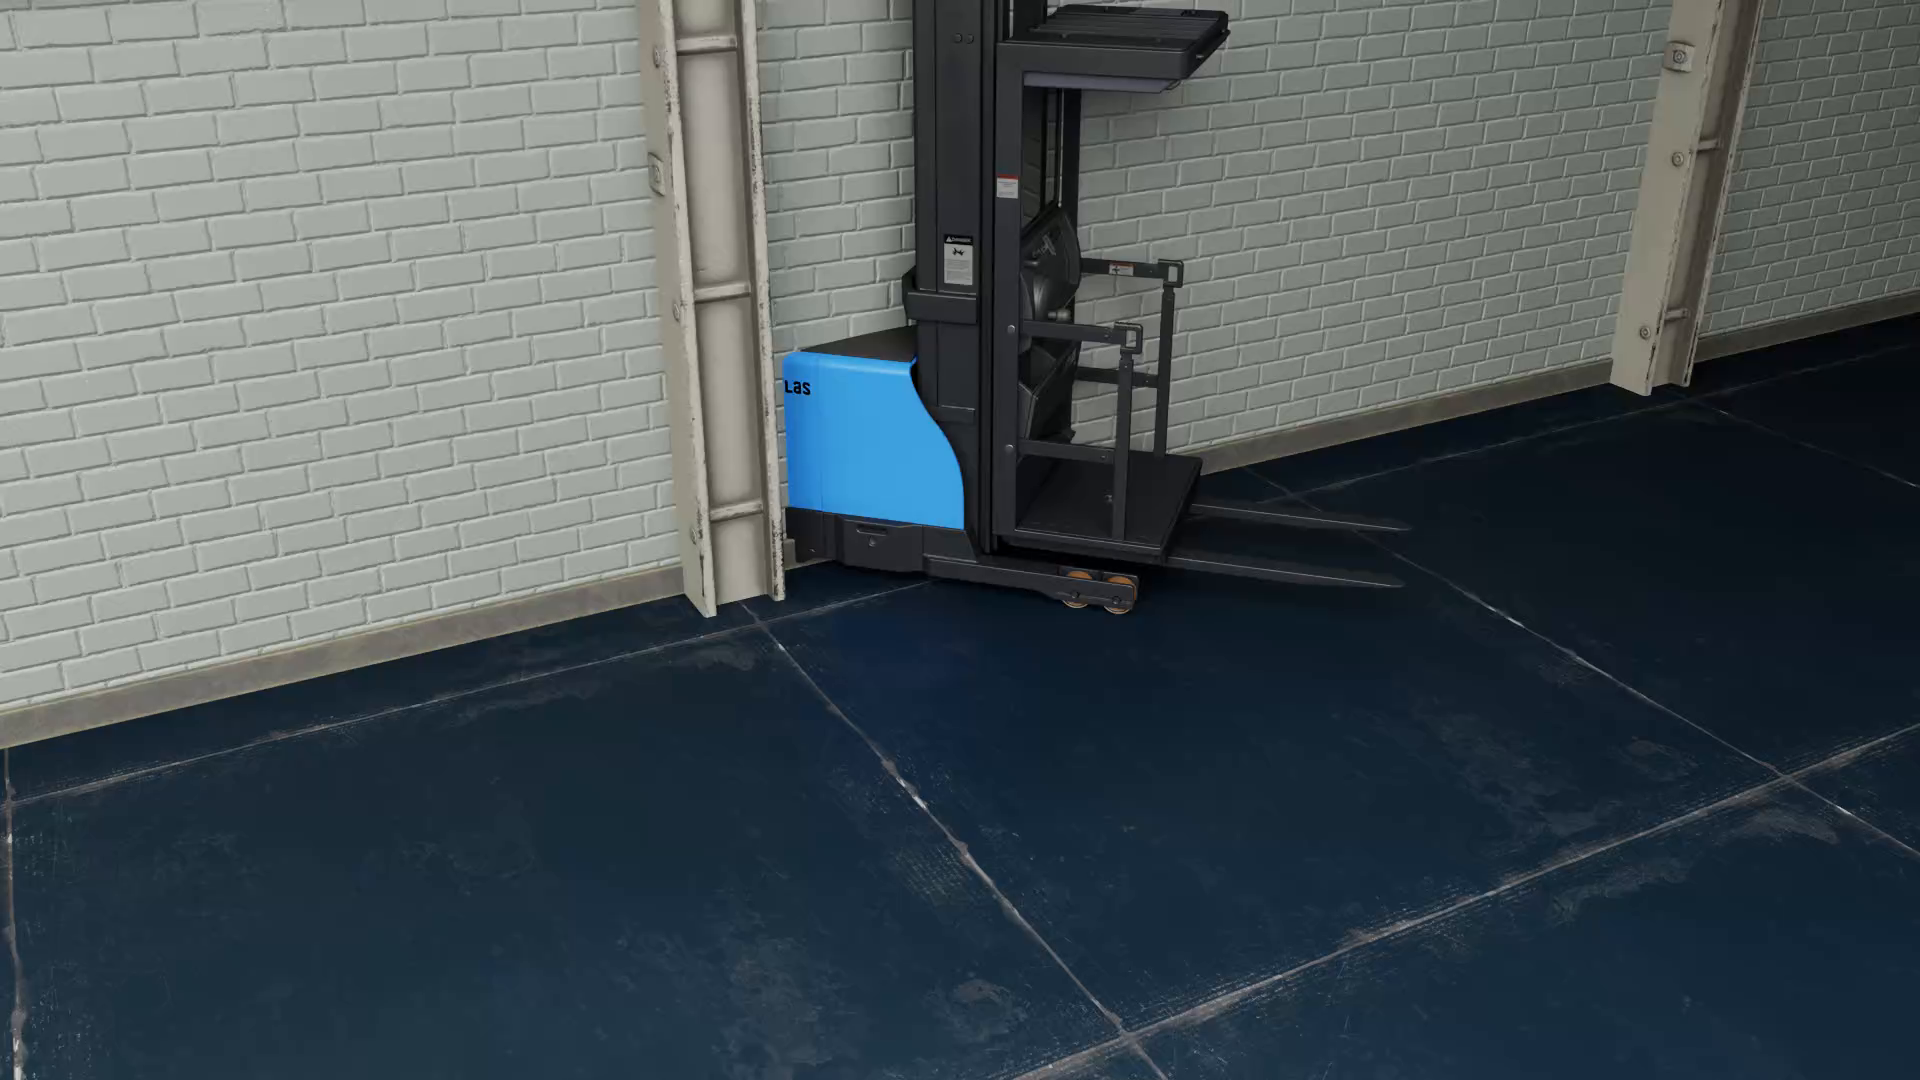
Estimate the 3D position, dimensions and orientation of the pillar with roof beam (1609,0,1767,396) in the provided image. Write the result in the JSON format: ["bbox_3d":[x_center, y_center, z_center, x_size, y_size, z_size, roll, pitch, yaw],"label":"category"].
[{"bbox_3d":[6.271,-3.382,4.897,0.400,9.000,9.100,-13,29,-25],"label":"pillar with roof beam"}]

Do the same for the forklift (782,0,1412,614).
[{"bbox_3d":[0.598,-1.243,7.453,3.031,2.935,1.130,7,27,15],"label":"forklift"}]

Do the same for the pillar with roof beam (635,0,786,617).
[{"bbox_3d":[0.977,-2.160,2.352,0.400,9.000,9.100,-13,29,-25],"label":"pillar with roof beam"}]
